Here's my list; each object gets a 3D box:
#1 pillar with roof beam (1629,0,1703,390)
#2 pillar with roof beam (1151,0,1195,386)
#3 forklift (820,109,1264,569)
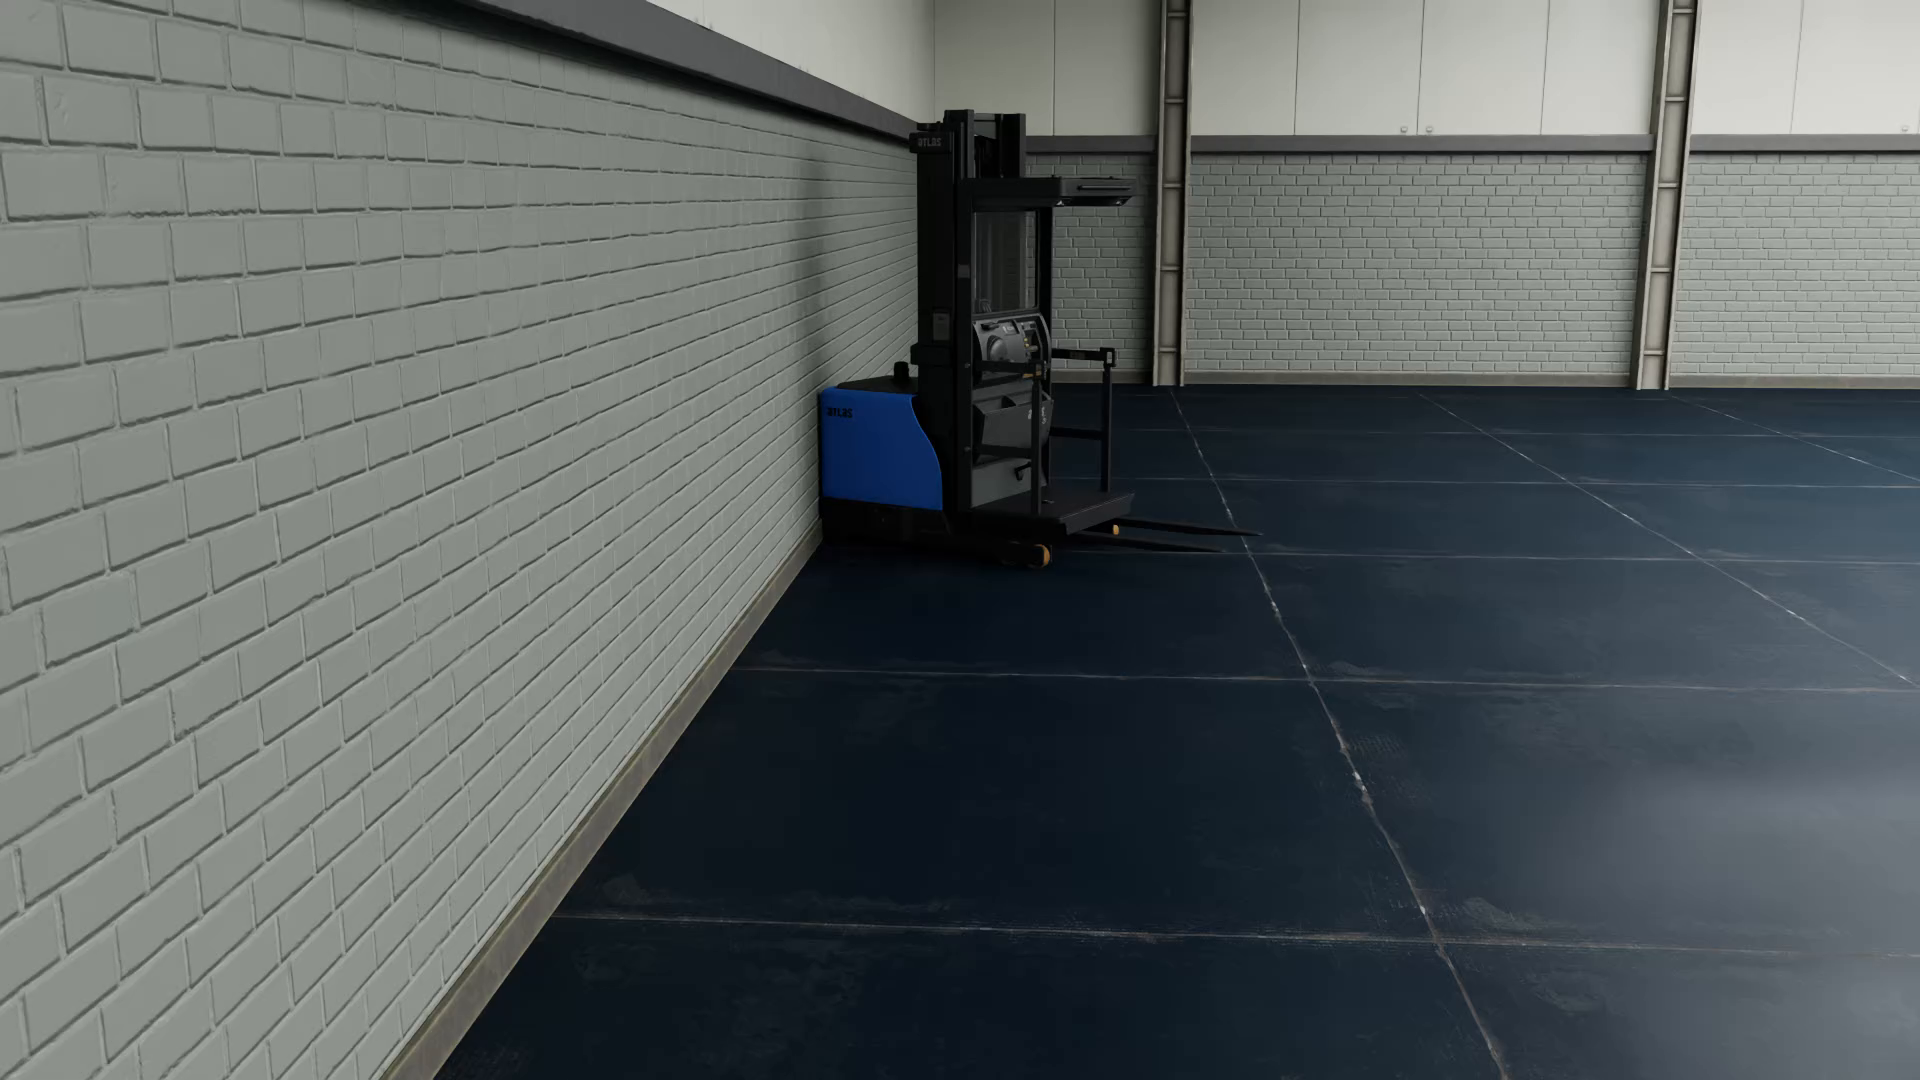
[{"bbox_3d":[8.353,-5.430,15.747,0.400,9.000,9.100,1,12,4],"label":"pillar with roof beam"},{"bbox_3d":[2.367,-5.512,16.139,0.400,9.000,9.100,1,12,4],"label":"pillar with roof beam"},{"bbox_3d":[0.530,-1.367,11.143,3.031,2.935,1.130,7,14,31],"label":"forklift"}]
